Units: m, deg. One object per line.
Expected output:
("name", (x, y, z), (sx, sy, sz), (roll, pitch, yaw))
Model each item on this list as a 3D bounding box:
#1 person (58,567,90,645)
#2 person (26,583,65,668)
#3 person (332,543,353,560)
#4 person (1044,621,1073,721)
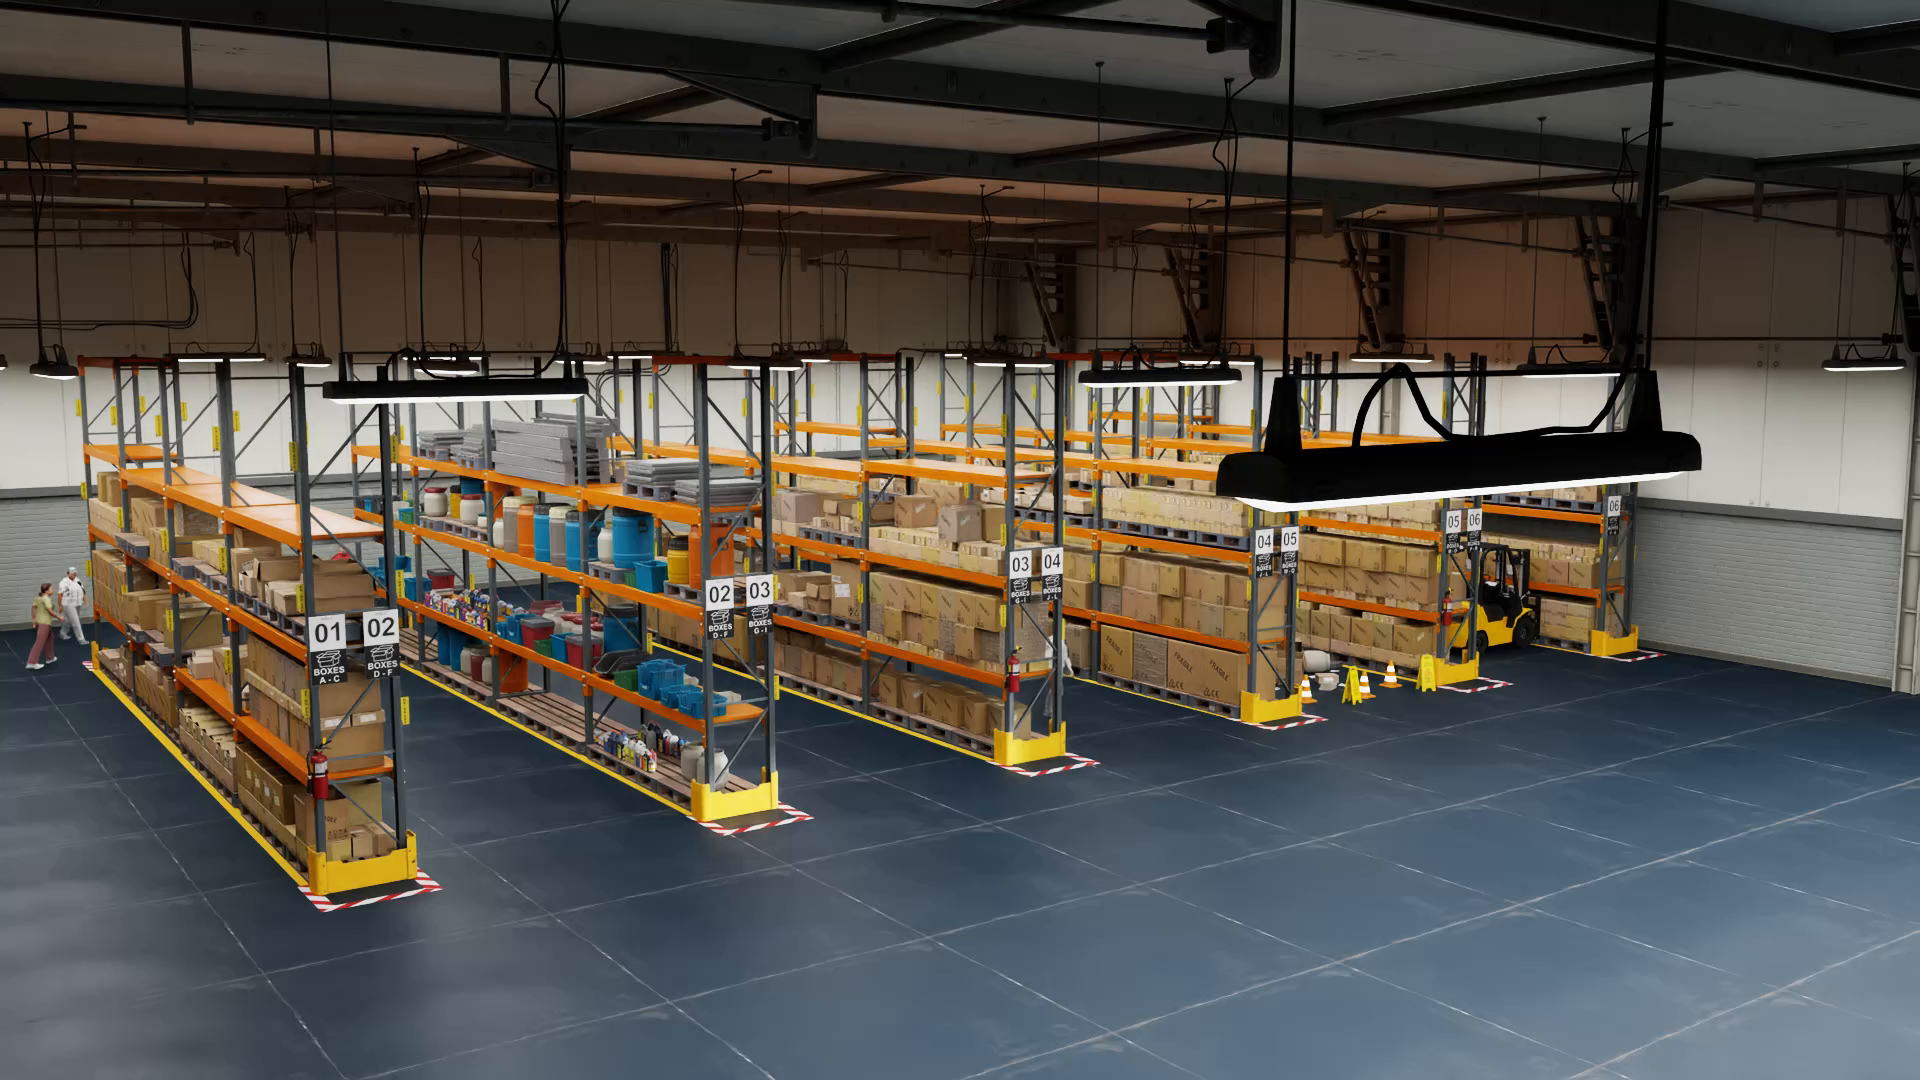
("person", (-18.409, 1.340, 34.478), (1.080, 1.598, 0.501), (3, 7, 21))
("person", (-17.734, 1.641, 32.093), (0.599, 1.603, 0.832), (4, 8, 30))
("person", (-13.960, 0.925, 37.712), (0.943, 1.727, 0.562), (3, 8, 23))
("person", (1.598, 2.185, 27.617), (0.481, 1.724, 0.533), (5, 8, 35))
